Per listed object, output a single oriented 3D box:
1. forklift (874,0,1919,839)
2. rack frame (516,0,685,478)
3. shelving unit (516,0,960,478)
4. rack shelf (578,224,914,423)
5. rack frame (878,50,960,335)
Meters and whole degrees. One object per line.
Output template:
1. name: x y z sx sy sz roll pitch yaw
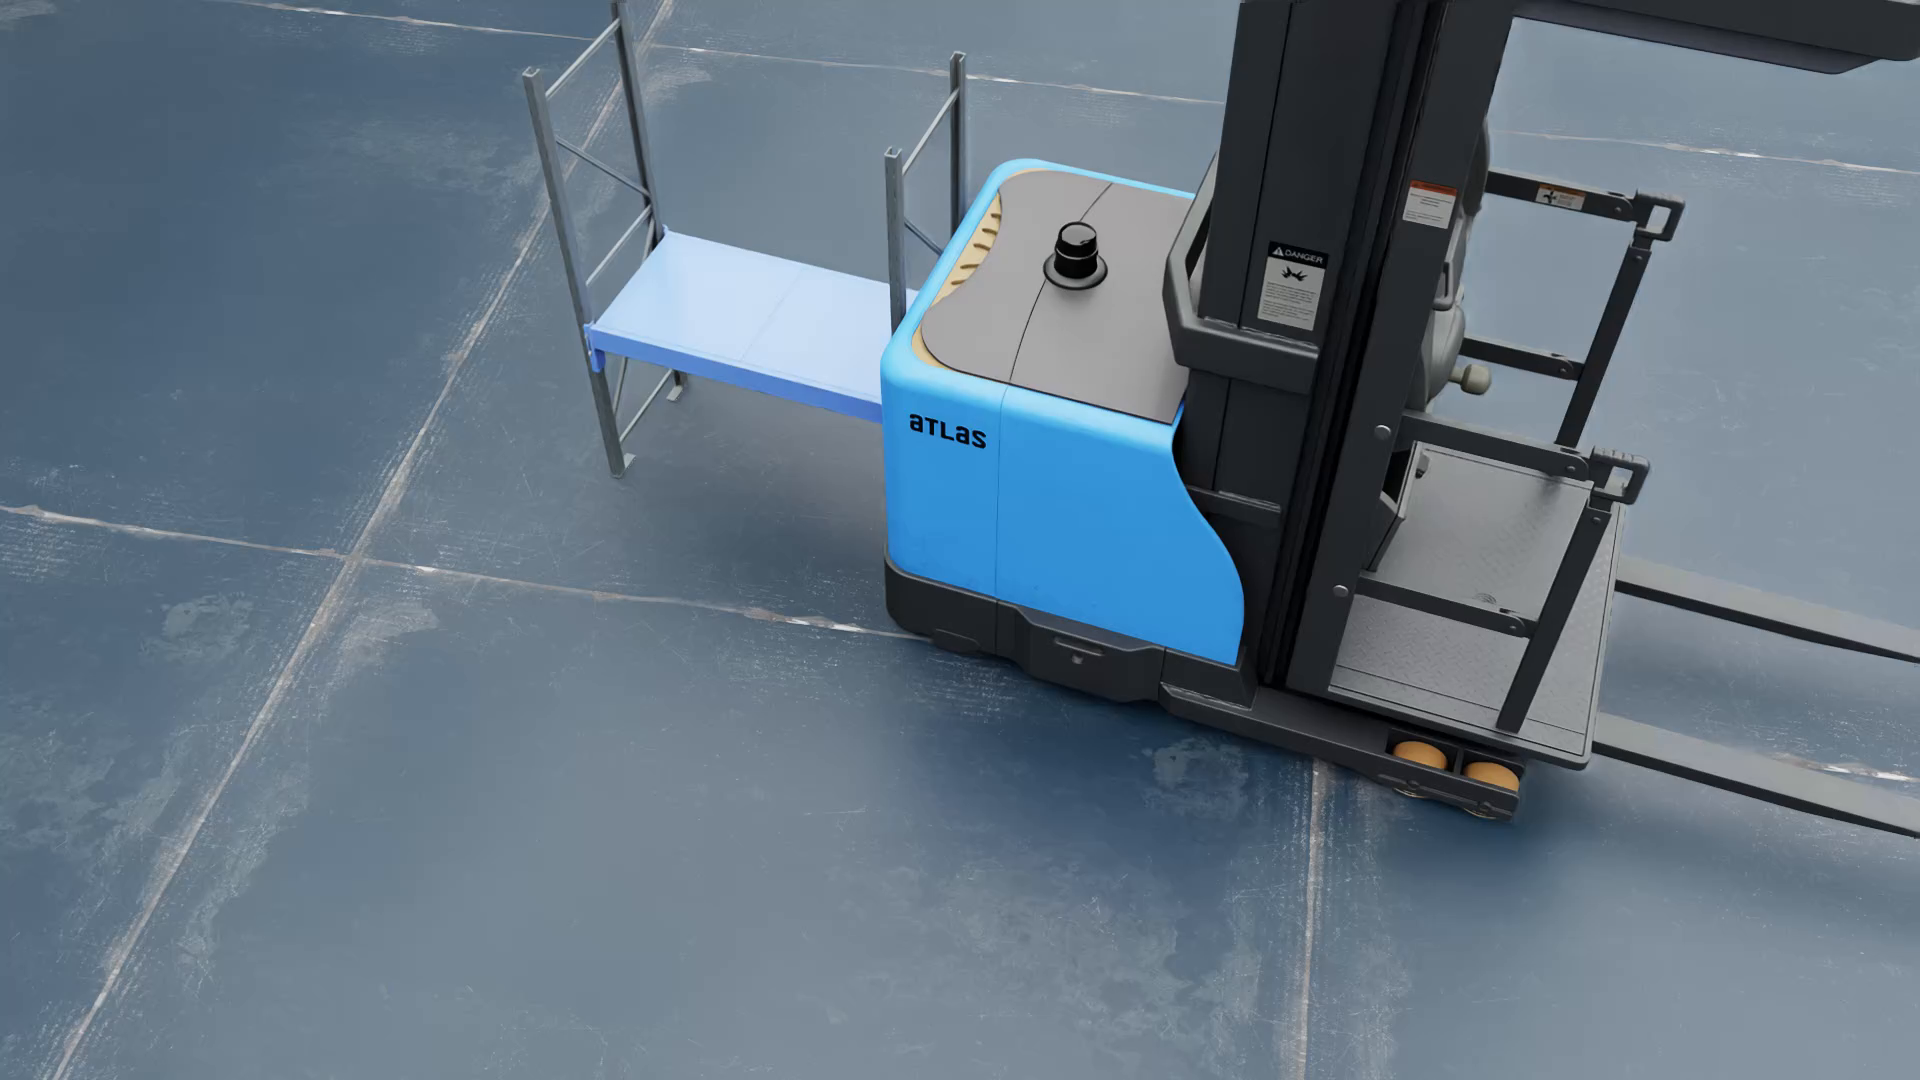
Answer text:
1. forklift: 1.335 -0.671 3.882 3.031 2.935 1.130 16 50 14
2. rack frame: -1.053 -0.882 5.034 0.032 1.500 0.500 16 50 14
3. shelving unit: -0.577 -0.750 4.915 1.048 1.500 0.538 16 50 14
4. rack shelf: -0.577 -0.629 5.049 1.000 0.185 0.538 16 50 14
5. rack frame: -0.101 -0.617 4.796 0.032 1.500 0.500 16 50 14
